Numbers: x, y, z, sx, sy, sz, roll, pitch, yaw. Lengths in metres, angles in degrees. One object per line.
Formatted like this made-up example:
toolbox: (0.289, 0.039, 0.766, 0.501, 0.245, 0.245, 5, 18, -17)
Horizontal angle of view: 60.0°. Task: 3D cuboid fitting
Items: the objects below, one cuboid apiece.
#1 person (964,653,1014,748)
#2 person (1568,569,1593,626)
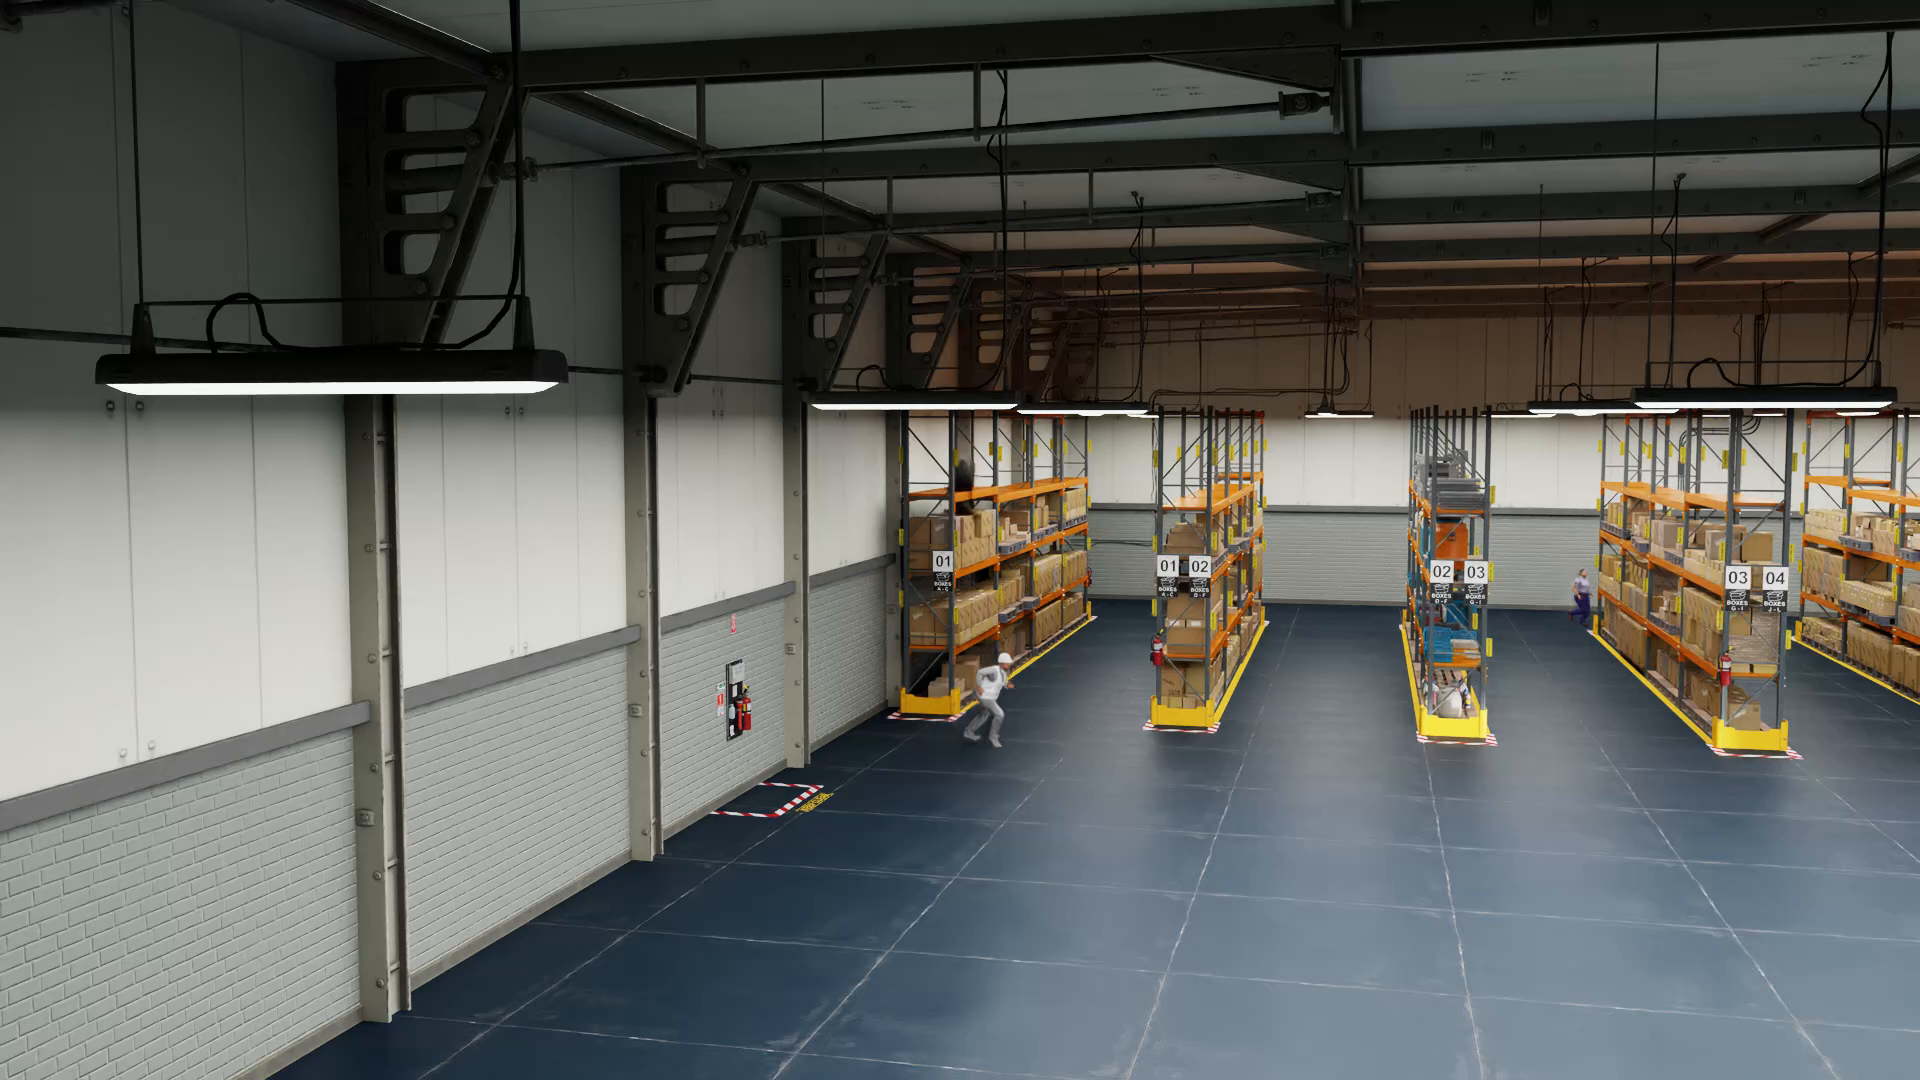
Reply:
person: (0.485, 2.819, 29.255, 1.001, 1.713, 0.696, 2, 5, 30)
person: (17.345, 1.601, 46.436, 0.595, 1.599, 0.574, -3, 5, -38)
